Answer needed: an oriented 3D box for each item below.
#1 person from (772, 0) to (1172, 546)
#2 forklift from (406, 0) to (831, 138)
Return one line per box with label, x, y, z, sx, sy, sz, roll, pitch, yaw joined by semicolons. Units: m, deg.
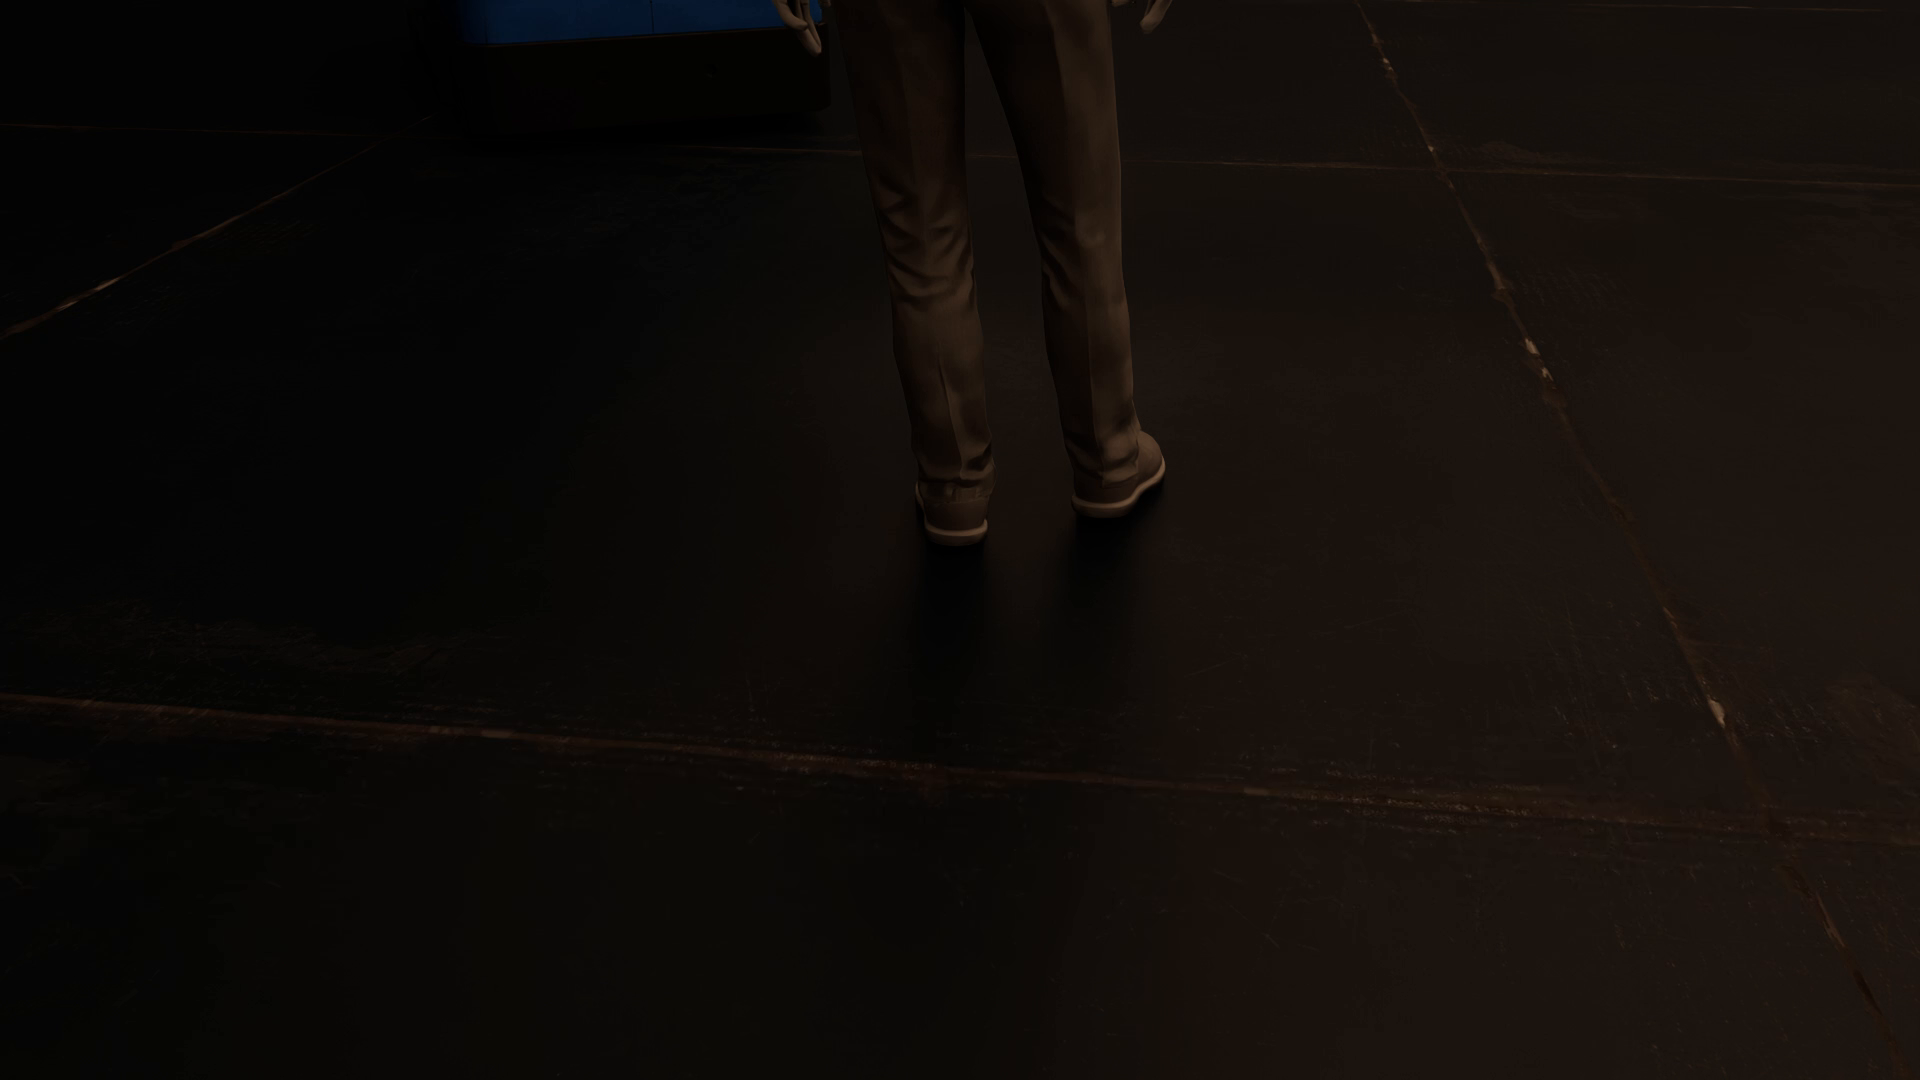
person;0.015;-0.795;2.179;0.587;1.695;0.531;3;27;7
forklift;-1.372;-3.059;5.348;1.130;2.935;3.031;-9;28;-18
